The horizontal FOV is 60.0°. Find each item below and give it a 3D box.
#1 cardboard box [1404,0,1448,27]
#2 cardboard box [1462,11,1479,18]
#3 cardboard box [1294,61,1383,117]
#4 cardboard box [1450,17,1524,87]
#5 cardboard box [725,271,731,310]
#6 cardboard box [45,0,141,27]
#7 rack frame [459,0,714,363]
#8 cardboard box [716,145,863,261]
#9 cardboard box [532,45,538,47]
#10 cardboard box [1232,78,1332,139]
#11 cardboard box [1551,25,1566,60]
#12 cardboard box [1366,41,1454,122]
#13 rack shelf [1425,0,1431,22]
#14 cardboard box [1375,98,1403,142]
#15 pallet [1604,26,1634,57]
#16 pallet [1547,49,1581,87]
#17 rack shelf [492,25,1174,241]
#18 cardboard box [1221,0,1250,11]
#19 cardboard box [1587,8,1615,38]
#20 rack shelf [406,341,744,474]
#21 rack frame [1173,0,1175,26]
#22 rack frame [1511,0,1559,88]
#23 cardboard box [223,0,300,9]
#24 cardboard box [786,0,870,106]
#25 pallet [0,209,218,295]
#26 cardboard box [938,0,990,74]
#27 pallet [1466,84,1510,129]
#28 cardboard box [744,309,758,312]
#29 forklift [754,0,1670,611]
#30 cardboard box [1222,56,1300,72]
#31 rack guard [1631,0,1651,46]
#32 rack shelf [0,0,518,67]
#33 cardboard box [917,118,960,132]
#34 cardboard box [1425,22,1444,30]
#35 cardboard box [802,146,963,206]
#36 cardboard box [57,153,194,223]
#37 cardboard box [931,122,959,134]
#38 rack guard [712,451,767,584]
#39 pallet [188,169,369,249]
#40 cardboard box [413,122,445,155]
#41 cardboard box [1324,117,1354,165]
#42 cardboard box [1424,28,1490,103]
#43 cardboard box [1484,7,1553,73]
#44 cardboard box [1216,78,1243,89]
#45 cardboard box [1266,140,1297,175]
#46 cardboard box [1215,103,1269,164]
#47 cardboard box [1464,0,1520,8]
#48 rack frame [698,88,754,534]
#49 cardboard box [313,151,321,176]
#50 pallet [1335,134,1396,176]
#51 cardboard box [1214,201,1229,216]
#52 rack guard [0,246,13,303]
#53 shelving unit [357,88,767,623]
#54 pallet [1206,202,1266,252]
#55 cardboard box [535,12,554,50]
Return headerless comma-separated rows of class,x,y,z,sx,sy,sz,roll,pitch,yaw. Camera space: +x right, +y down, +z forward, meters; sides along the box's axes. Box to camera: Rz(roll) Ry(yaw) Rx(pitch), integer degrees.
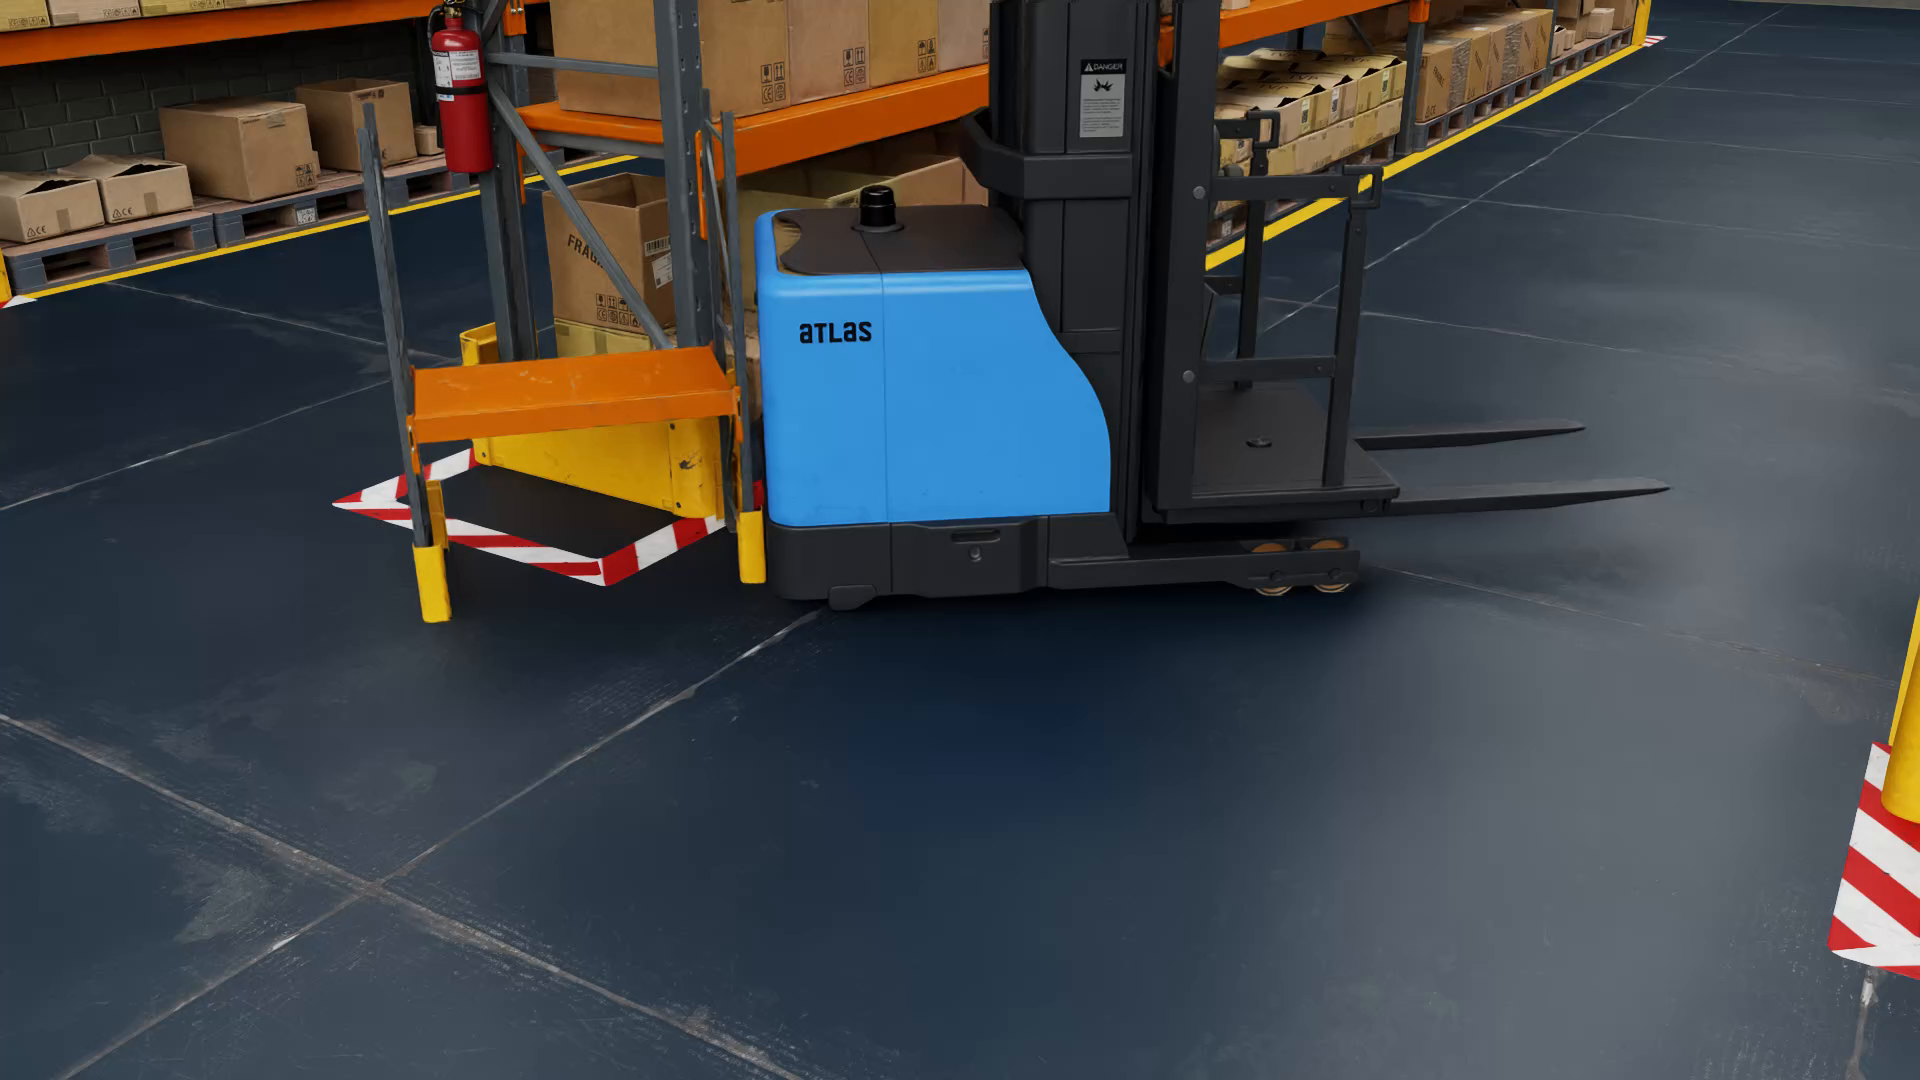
cardboard box,3.761,-4.462,13.929,0.500,0.250,0.500,13,27,28
cardboard box,4.281,-4.442,14.828,0.500,0.500,0.500,14,27,30
cardboard box,2.569,-3.115,11.396,0.500,0.311,0.500,13,27,28
cardboard box,4.465,-4.176,14.213,0.500,0.500,0.500,14,27,30
cardboard box,-1.030,-0.977,7.163,0.500,0.250,0.500,14,27,29
cardboard box,-4.736,-2.885,8.803,0.500,0.250,0.500,13,27,27
rack frame,-1.315,-1.632,5.744,1.000,3.000,0.127,14,27,29
cardboard box,-0.770,-1.491,7.406,0.500,0.500,0.500,14,27,29
cardboard box,-2.811,-3.510,12.676,0.700,0.500,0.500,13,27,28
cardboard box,2.035,-2.777,10.615,0.500,0.311,0.500,15,27,30
cardboard box,5.420,-4.746,15.769,0.500,0.311,0.500,14,27,29
cardboard box,3.388,-3.480,12.607,0.500,0.500,0.500,15,28,31
rack shelf,3.960,-4.677,13.683,1.077,0.370,4.000,14,27,29
cardboard box,2.835,-3.034,11.915,0.500,0.250,0.500,15,27,30
pallet,6.665,-5.457,18.091,1.003,0.211,1.213,14,27,29
pallet,5.378,-4.634,16.188,1.003,0.211,1.213,14,27,29
rack shelf,-0.260,-1.977,7.446,1.077,0.370,4.000,14,27,29
cardboard box,1.436,-3.123,9.504,0.380,0.149,0.250,14,27,29
cardboard box,6.521,-5.423,17.408,0.500,0.250,0.500,14,27,29
rack shelf,-1.237,-0.436,5.323,1.000,0.185,0.538,-7,24,-15
rack frame,0.795,-2.982,8.862,1.000,3.000,0.127,14,27,29
rack frame,5.015,-5.682,15.099,1.000,3.000,0.127,14,27,29
cardboard box,-4.194,-3.226,9.590,0.500,0.250,0.500,14,27,29
cardboard box,-0.785,-2.011,6.493,0.700,0.500,0.500,15,27,30
pallet,-5.027,-1.681,9.368,1.003,0.211,1.213,14,27,29
cardboard box,-0.244,-2.356,7.290,0.700,0.500,0.500,15,27,31
pallet,3.975,-3.706,14.046,1.003,0.211,1.213,14,27,29
cardboard box,-0.582,-0.867,6.909,0.500,0.250,0.500,14,27,29
forklift,0.849,-1.371,5.227,3.031,2.935,1.130,-3,24,-7
cardboard box,2.109,-3.226,11.653,0.500,0.311,0.500,13,27,28
rack guard,7.085,-5.859,18.655,1.175,0.500,0.348,14,27,29
rack shelf,-4.470,-3.014,9.841,1.077,0.370,4.000,14,27,29
cardboard box,-0.243,-1.828,8.186,0.500,0.500,0.500,14,27,29
cardboard box,3.744,-4.105,14.048,0.500,0.500,0.500,13,26,27
cardboard box,-0.328,-1.382,7.155,0.500,0.500,0.500,14,27,29
cardboard box,-4.783,-2.044,9.526,0.500,0.311,0.500,16,28,33
cardboard box,0.202,-1.719,7.933,0.500,0.500,0.500,14,27,29
rack guard,-0.750,-0.085,5.631,0.087,0.250,0.587,-7,24,-15
pallet,-4.382,-2.092,10.316,1.003,0.211,1.213,14,27,29
cardboard box,-3.672,-2.734,11.301,0.380,0.166,0.250,10,25,22
cardboard box,2.298,-2.690,11.121,0.500,0.250,0.500,15,27,30
cardboard box,3.928,-3.827,13.406,0.500,0.500,0.500,13,27,28
cardboard box,4.998,-4.510,14.985,0.500,0.500,0.500,14,27,29
cardboard box,1.568,-2.881,10.855,0.500,0.311,0.500,13,27,28
cardboard box,1.760,-2.345,10.323,0.500,0.250,0.500,13,27,27
cardboard box,1.493,-2.425,9.803,0.500,0.311,0.500,14,27,28
cardboard box,5.075,-4.988,16.090,0.500,0.500,0.500,14,27,29
rack frame,-0.749,-0.659,5.383,0.032,1.500,0.500,-7,24,-15
cardboard box,-4.276,-2.377,10.499,0.380,0.149,0.250,12,26,25
pallet,2.438,-2.783,11.912,1.003,0.211,1.213,14,27,29
cardboard box,1.218,-1.997,9.520,0.500,0.250,0.500,13,27,28
rack guard,-5.485,-1.547,8.695,1.175,0.500,0.348,14,27,29
shelving unit,-1.228,-0.603,5.254,1.083,1.500,0.587,-7,24,-15
pallet,1.151,-1.959,10.010,1.003,0.211,1.213,14,27,29
cardboard box,-2.812,-3.819,12.445,0.500,0.250,0.500,13,27,28
